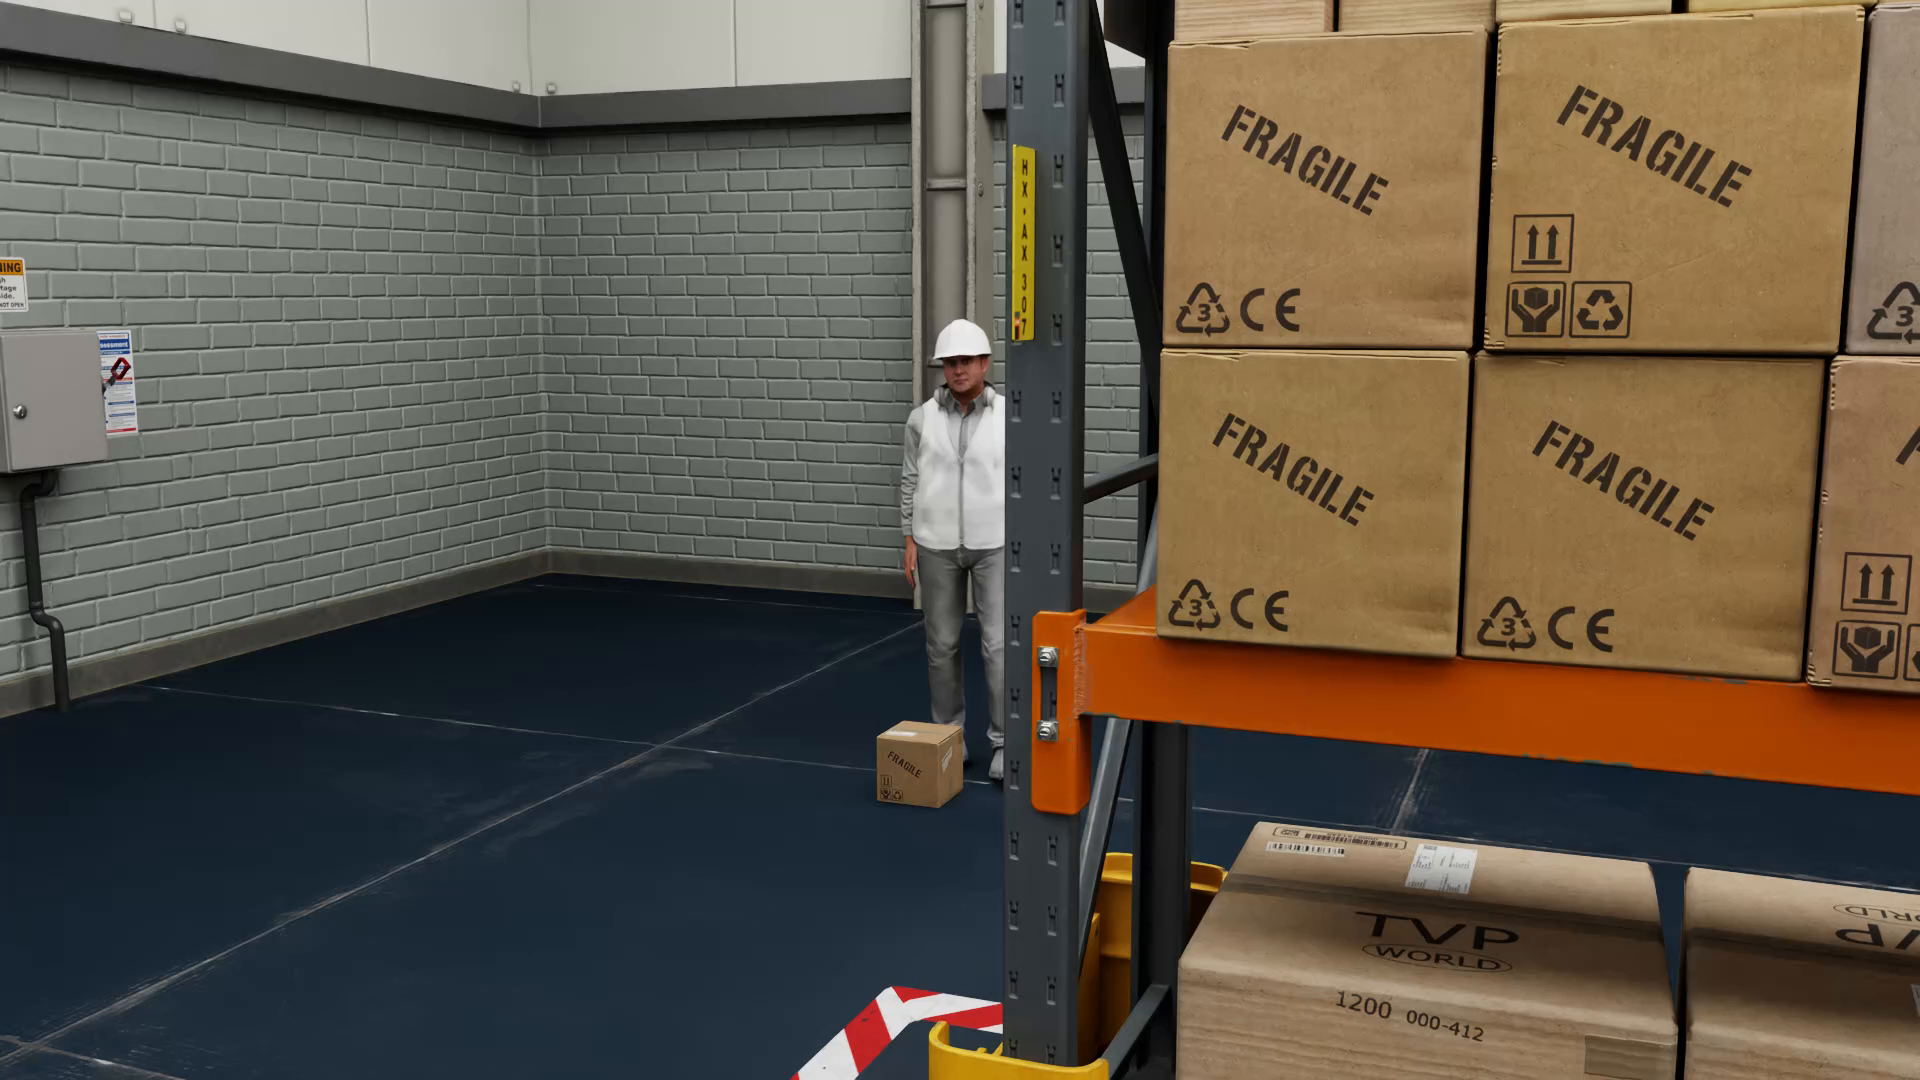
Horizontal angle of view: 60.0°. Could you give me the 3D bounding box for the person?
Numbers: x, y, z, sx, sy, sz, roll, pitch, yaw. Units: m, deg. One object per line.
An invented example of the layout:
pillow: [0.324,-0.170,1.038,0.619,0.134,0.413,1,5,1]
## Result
person: [0.023,0.033,6.510,0.565,1.774,0.590,1,9,8]
